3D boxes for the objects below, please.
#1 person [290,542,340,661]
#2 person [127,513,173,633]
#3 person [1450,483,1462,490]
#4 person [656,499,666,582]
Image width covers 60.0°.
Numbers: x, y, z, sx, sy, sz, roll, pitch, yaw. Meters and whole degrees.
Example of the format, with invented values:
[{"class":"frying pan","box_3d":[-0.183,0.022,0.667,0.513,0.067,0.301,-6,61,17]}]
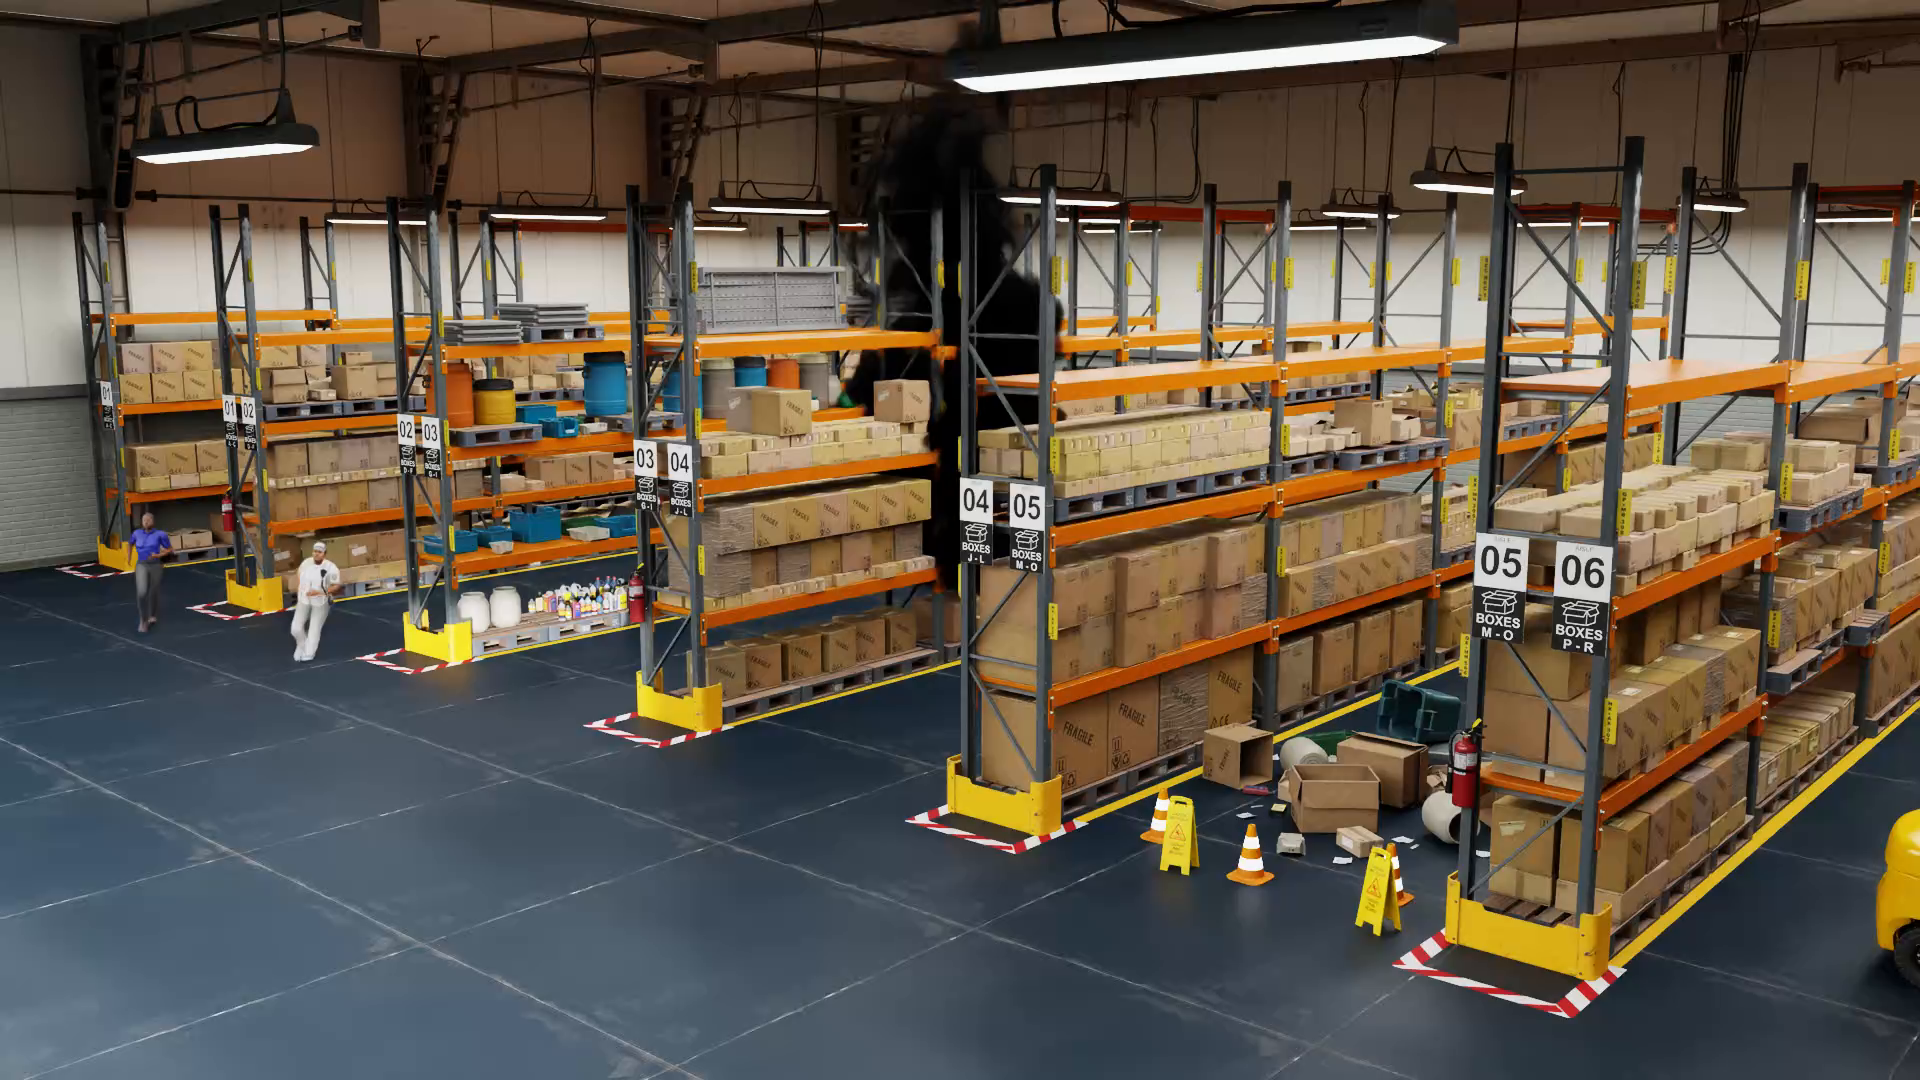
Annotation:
[{"class":"person","box_3d":[-8.363,0.805,21.541,0.685,1.593,0.566,0,9,-2]},{"class":"person","box_3d":[-11.490,0.461,23.643,0.603,1.707,0.656,-3,10,-20]},{"class":"person","box_3d":[7.958,-0.073,26.684,0.564,1.716,0.775,9,13,43]},{"class":"person","box_3d":[-5.015,-0.096,26.723,0.592,1.734,0.684,9,13,43]}]
